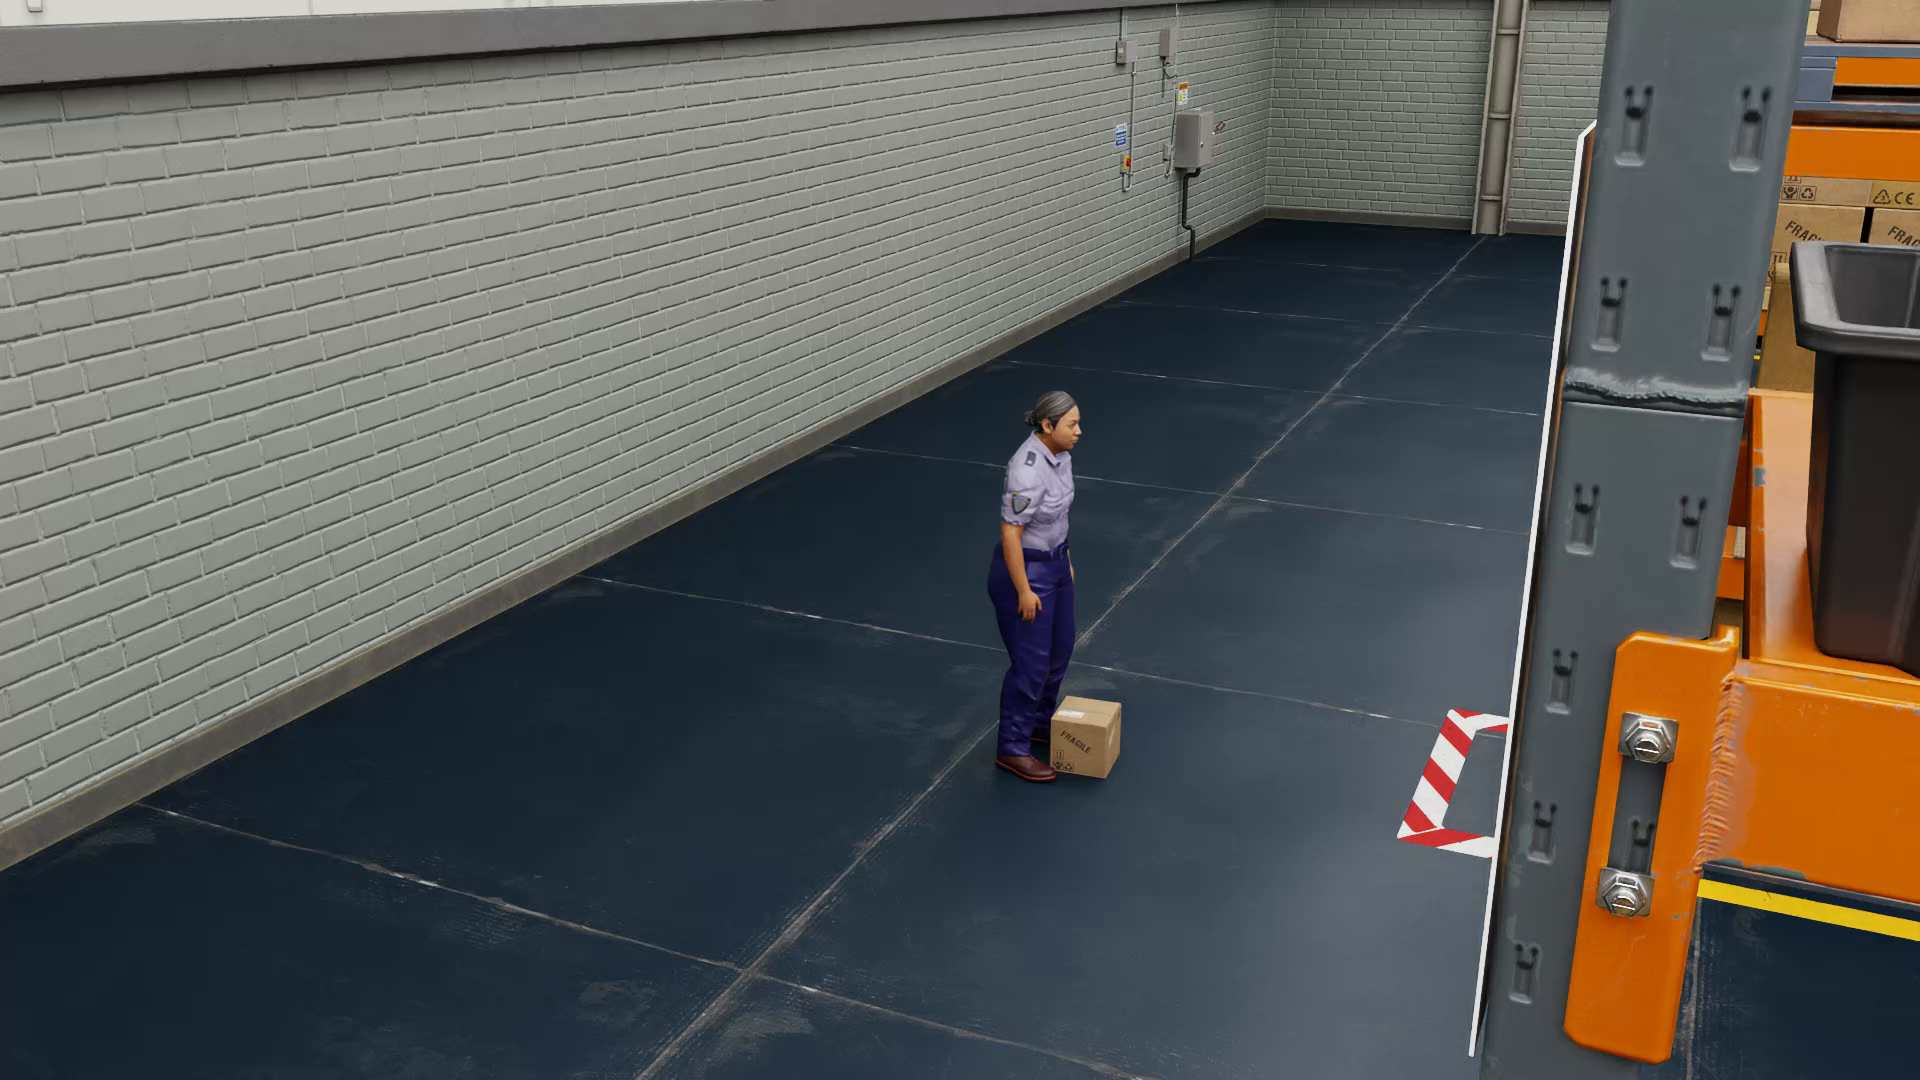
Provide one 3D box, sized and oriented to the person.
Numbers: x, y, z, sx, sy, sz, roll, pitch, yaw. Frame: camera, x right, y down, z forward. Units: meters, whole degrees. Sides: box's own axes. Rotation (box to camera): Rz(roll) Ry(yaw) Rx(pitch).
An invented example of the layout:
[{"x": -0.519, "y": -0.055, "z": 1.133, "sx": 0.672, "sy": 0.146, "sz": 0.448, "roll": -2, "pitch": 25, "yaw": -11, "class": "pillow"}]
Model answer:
[{"x": 0.330, "y": 0.164, "z": 7.104, "sx": 0.370, "sy": 1.652, "sz": 0.539, "roll": 9, "pitch": 21, "yaw": 23, "class": "person"}]
